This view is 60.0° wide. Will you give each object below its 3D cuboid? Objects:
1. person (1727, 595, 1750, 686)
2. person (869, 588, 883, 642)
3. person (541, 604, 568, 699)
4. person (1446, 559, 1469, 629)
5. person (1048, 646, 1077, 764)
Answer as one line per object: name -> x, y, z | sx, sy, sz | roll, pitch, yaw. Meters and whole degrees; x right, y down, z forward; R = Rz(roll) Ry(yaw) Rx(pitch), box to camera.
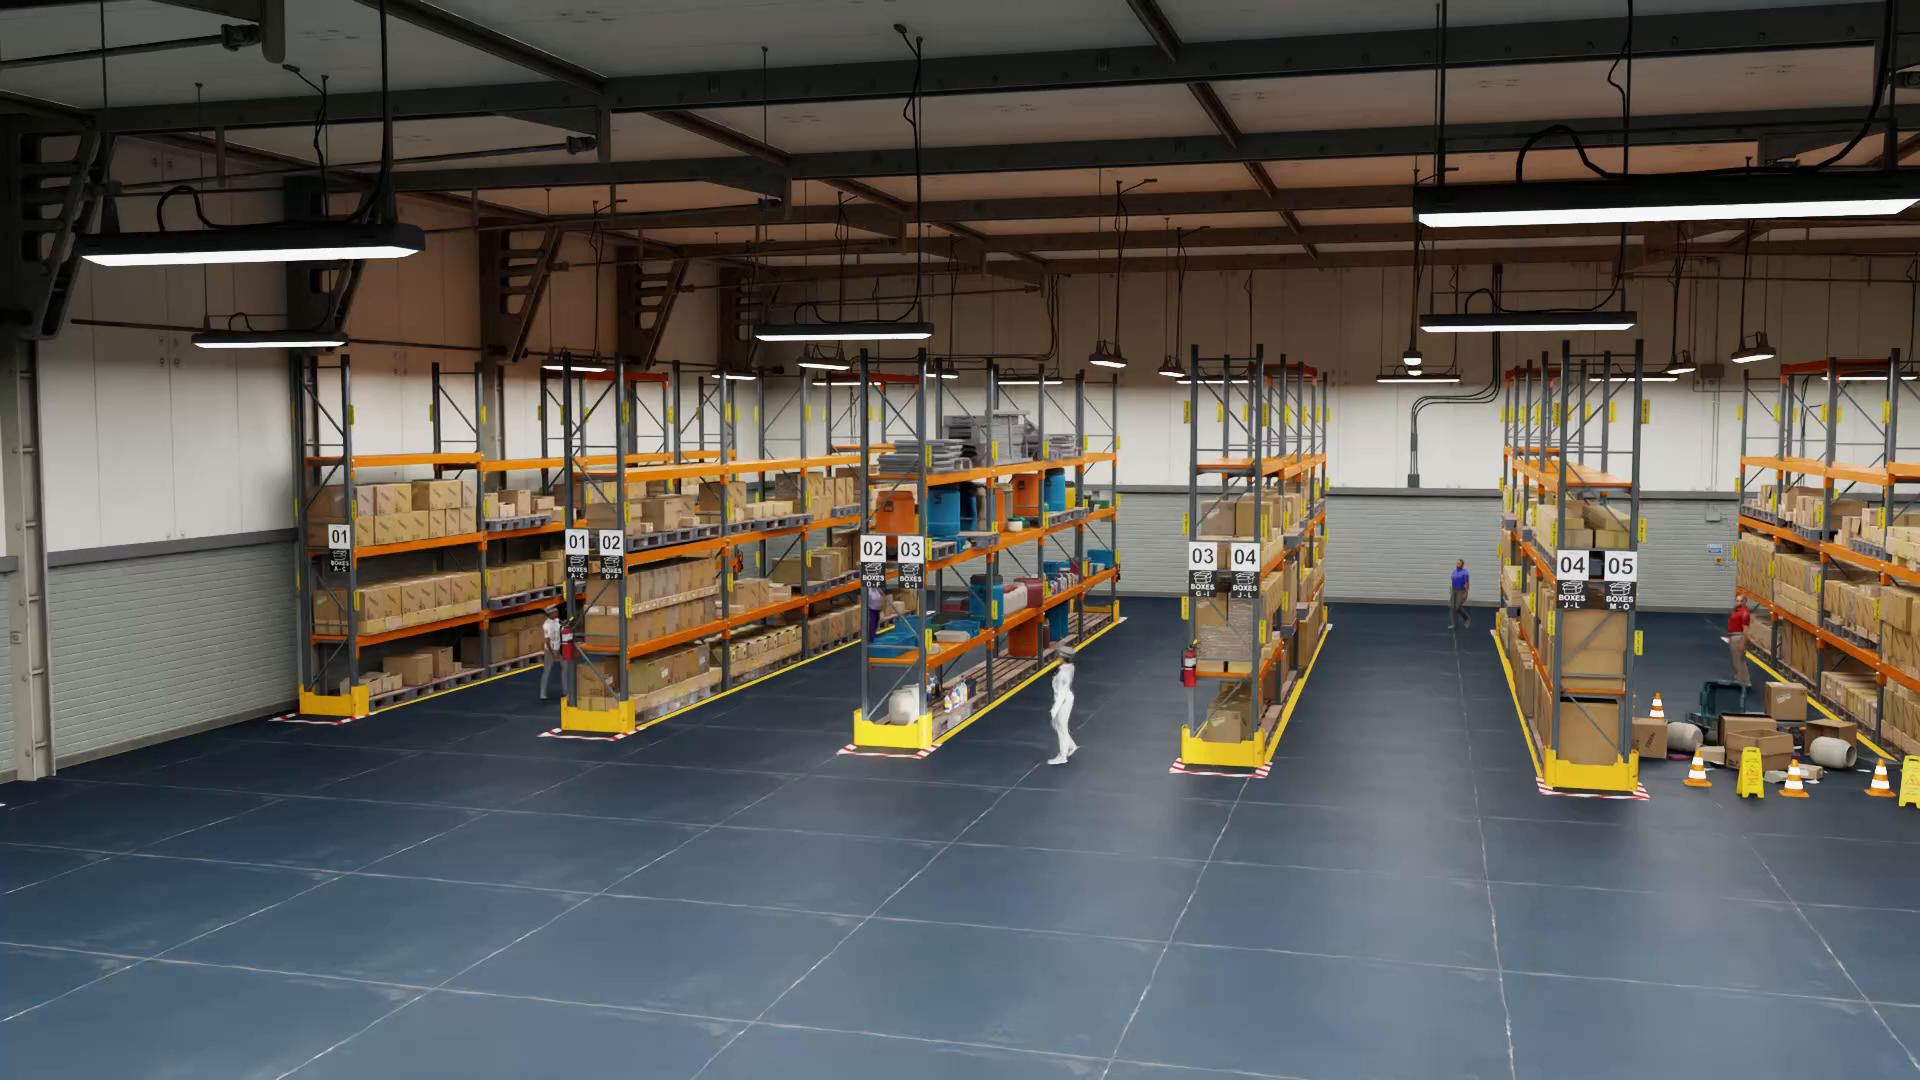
person -> 14.275, 1.864, 30.501 | 0.411, 1.730, 0.610 | 3, 5, 36
person -> -1.773, 1.600, 34.583 | 0.563, 1.659, 0.524 | 2, 5, 26
person -> -7.124, 1.988, 29.453 | 0.585, 1.716, 0.638 | 3, 5, 35
person -> 11.608, 1.309, 38.798 | 0.463, 1.543, 0.492 | -2, 5, -29
person -> 1.470, 2.360, 23.993 | 0.469, 1.687, 0.580 | -1, 4, -8
